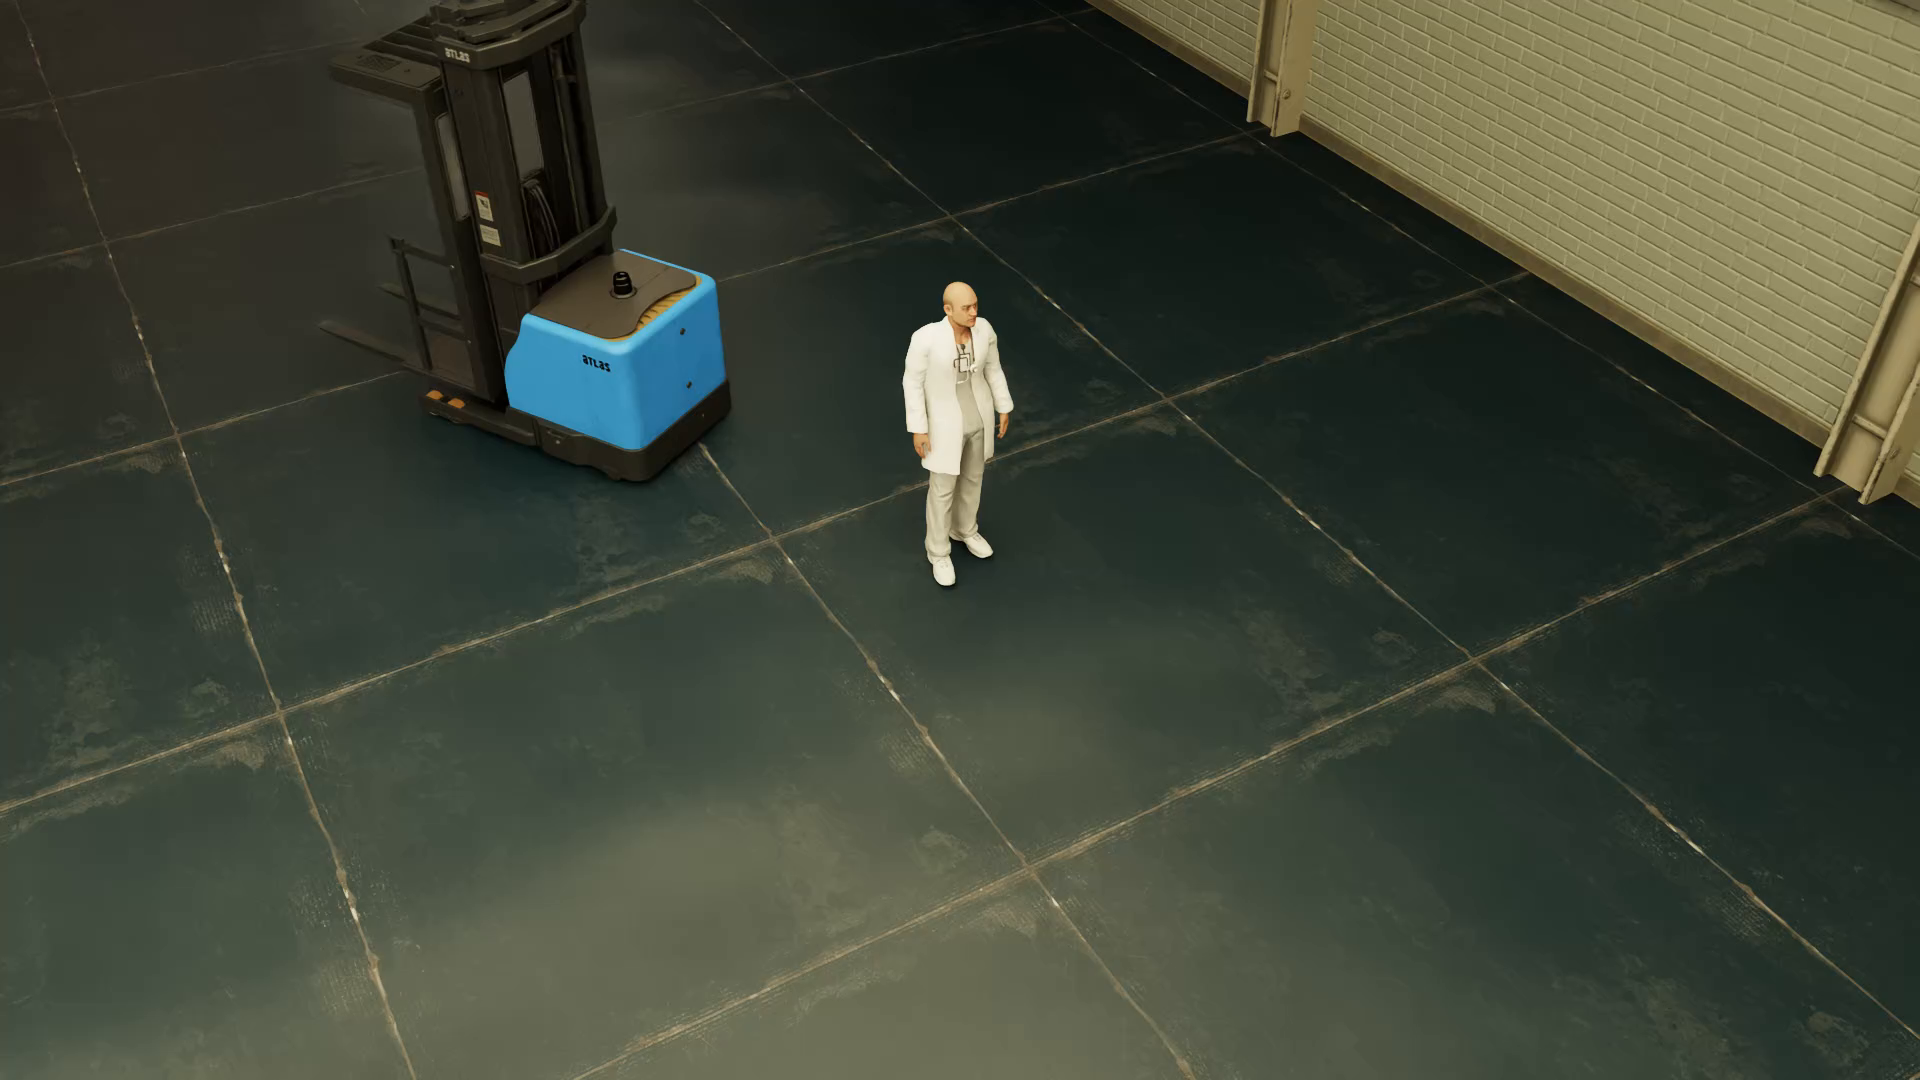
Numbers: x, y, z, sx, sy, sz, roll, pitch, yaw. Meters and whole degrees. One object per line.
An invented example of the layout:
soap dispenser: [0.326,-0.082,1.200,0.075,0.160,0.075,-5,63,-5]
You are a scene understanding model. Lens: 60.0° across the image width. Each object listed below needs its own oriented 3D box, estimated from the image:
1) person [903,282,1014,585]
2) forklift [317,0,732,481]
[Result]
person: [0.042,-0.637,9.697,0.696,1.775,0.577,-20,44,-23]
forklift: [-3.092,-2.191,10.678,3.031,2.935,1.130,20,44,22]
